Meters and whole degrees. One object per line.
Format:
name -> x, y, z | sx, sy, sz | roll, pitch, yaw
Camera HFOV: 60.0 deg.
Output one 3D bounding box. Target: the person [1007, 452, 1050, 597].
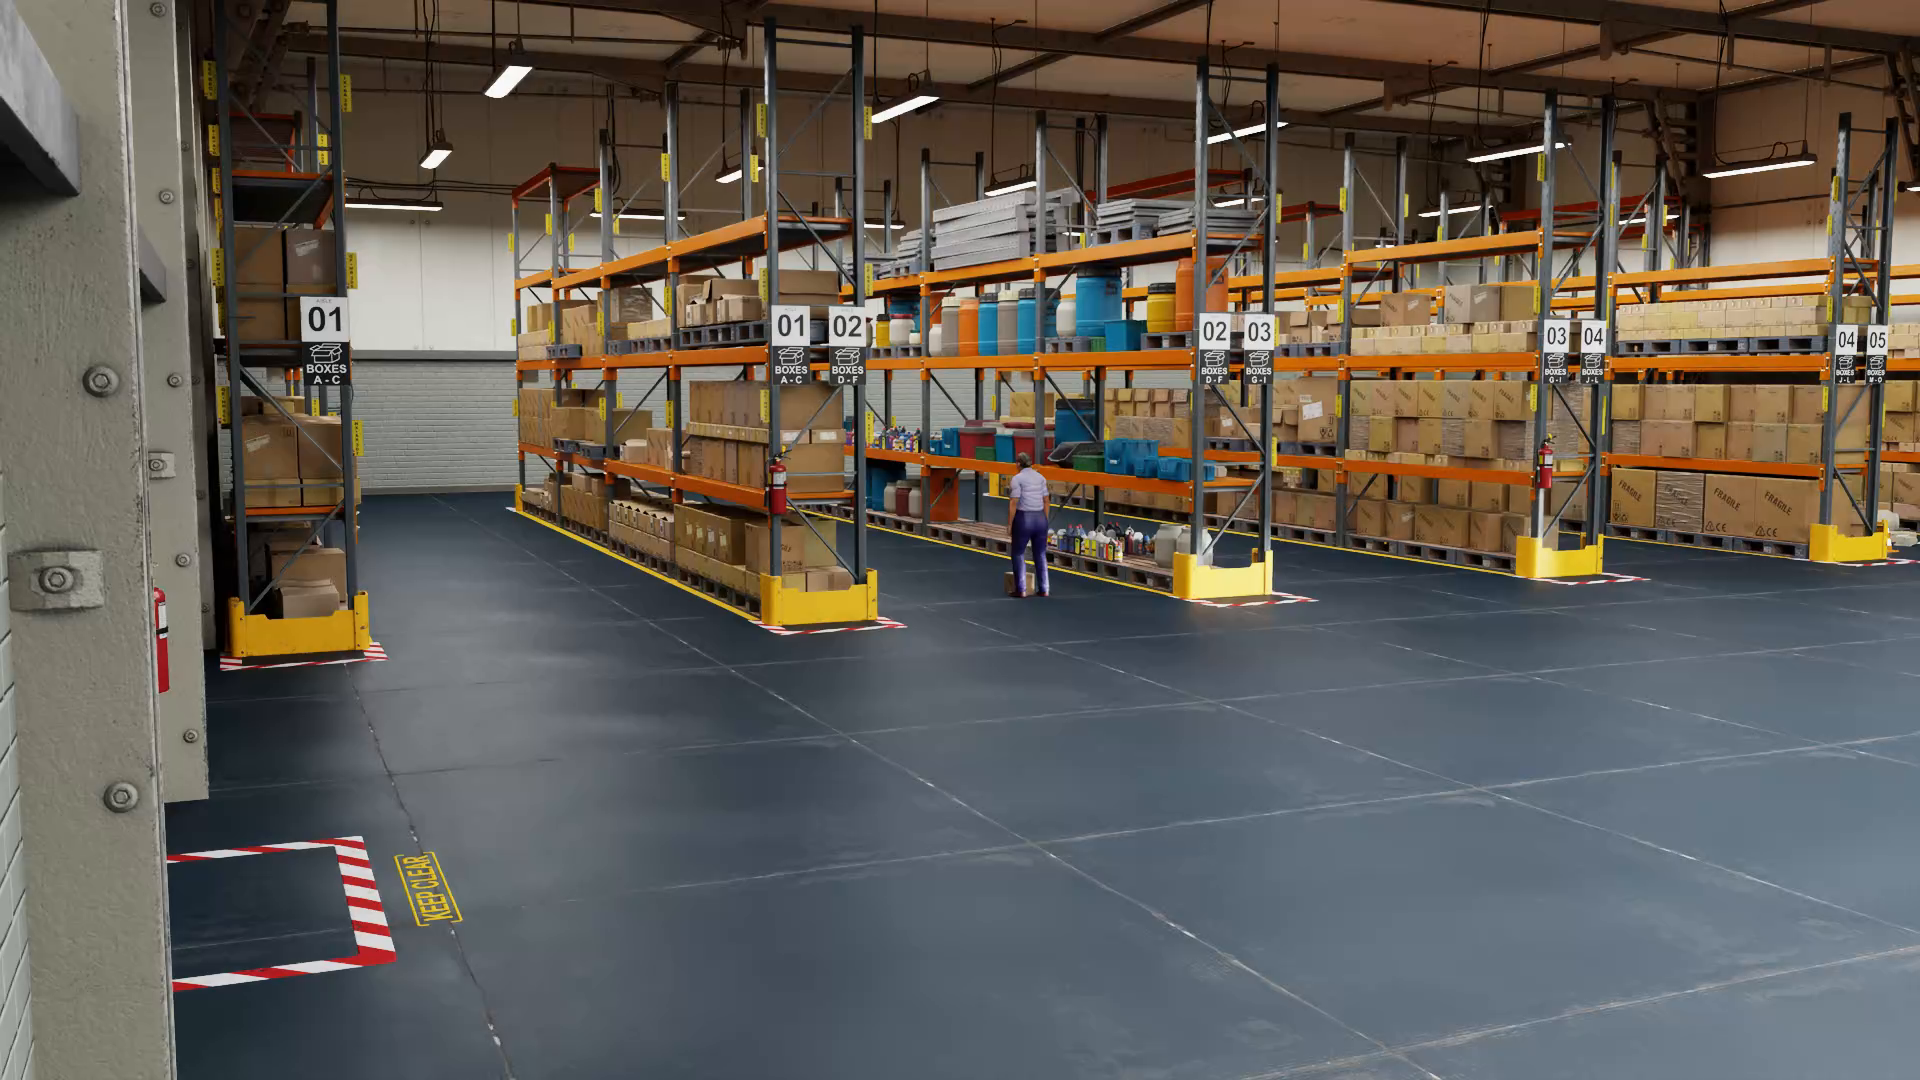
person -> 0.773, -0.167, 18.865 | 0.562, 1.636, 0.427 | -3, 6, -27
